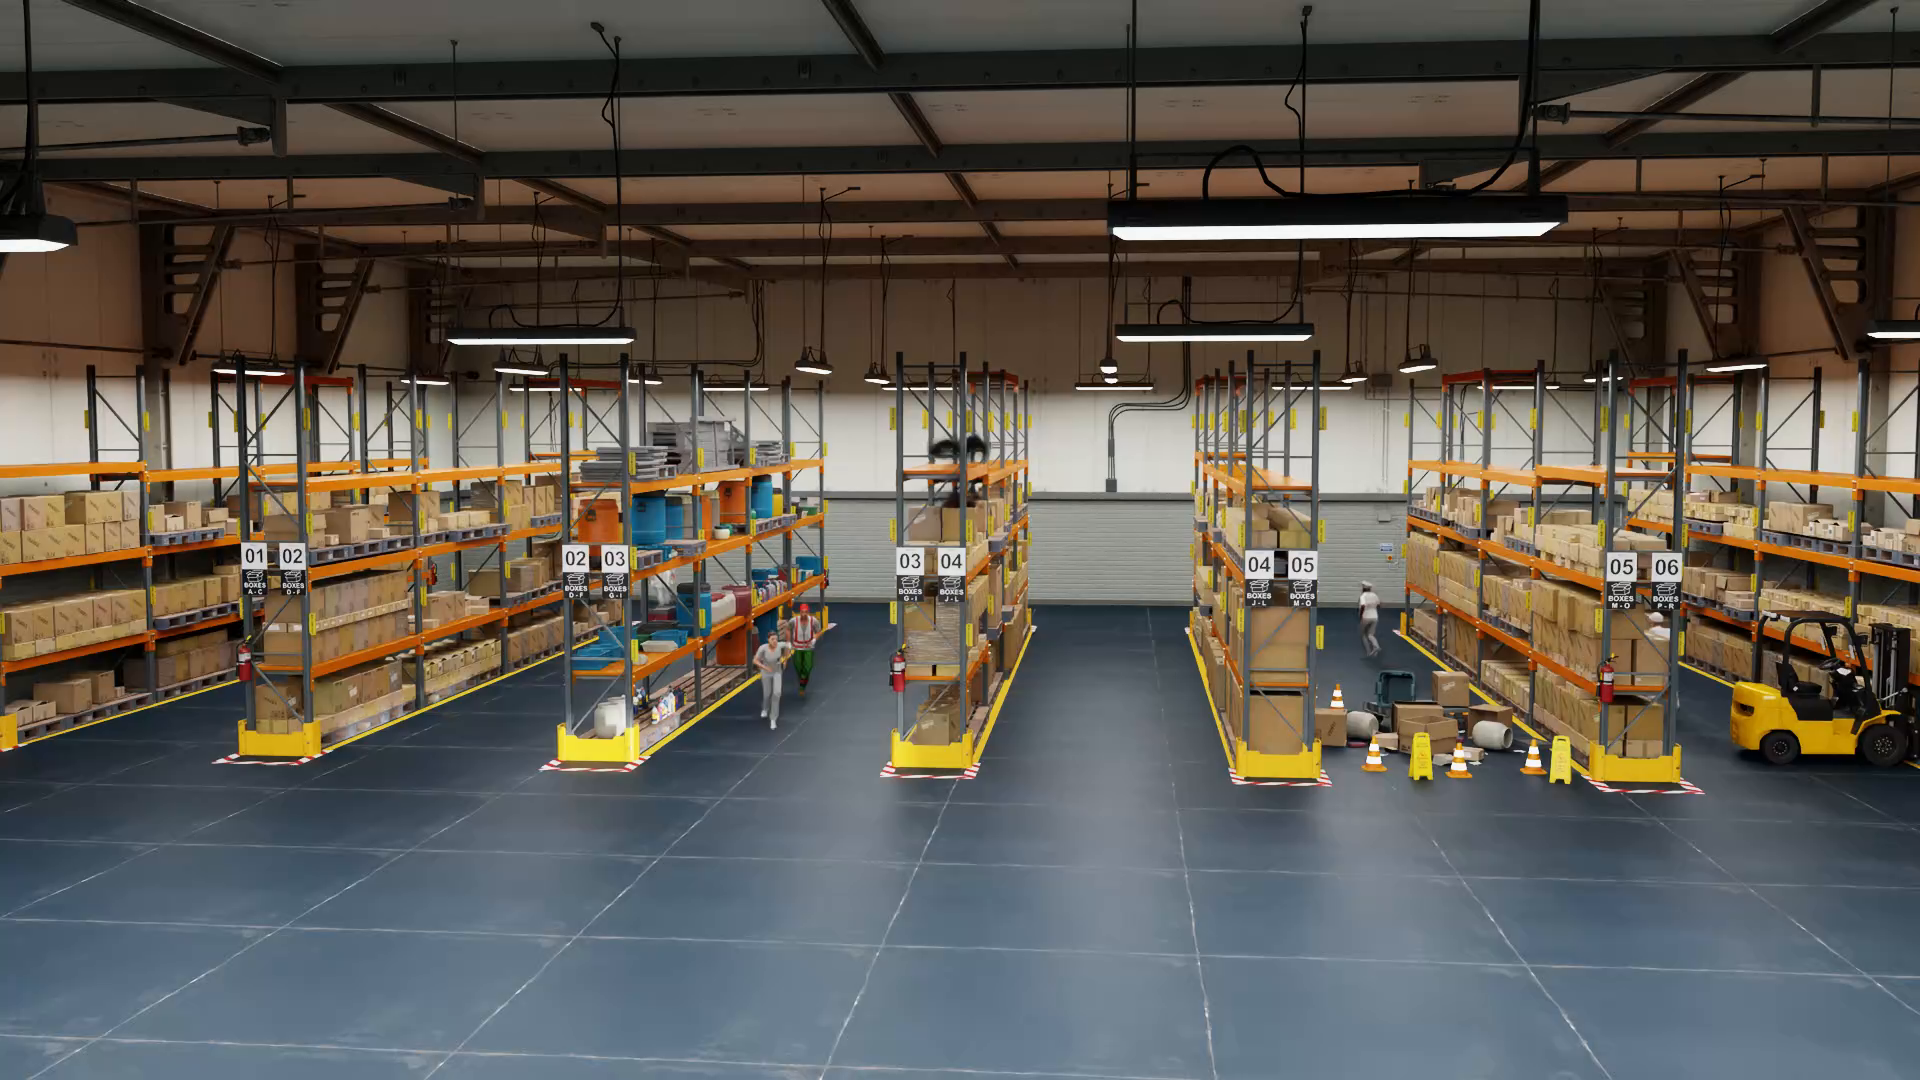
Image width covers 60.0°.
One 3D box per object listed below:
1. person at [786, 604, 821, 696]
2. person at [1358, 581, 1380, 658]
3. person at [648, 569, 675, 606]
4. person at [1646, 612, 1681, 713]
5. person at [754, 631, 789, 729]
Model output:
[{"bbox_3d":[-2.851,1.993,30.347,0.642,1.707,0.712,-1,4,-12],"label":"person"},{"bbox_3d":[8.662,1.707,34.985,0.565,1.662,0.711,-1,4,-16],"label":"person"},{"bbox_3d":[-7.444,1.182,41.446,0.694,1.758,0.748,-2,4,-21],"label":"person"},{"bbox_3d":[11.908,2.120,28.241,0.677,1.754,0.954,-1,4,-7],"label":"person"},{"bbox_3d":[-3.138,2.270,27.538,0.599,1.628,0.979,-1,4,-17],"label":"person"}]
